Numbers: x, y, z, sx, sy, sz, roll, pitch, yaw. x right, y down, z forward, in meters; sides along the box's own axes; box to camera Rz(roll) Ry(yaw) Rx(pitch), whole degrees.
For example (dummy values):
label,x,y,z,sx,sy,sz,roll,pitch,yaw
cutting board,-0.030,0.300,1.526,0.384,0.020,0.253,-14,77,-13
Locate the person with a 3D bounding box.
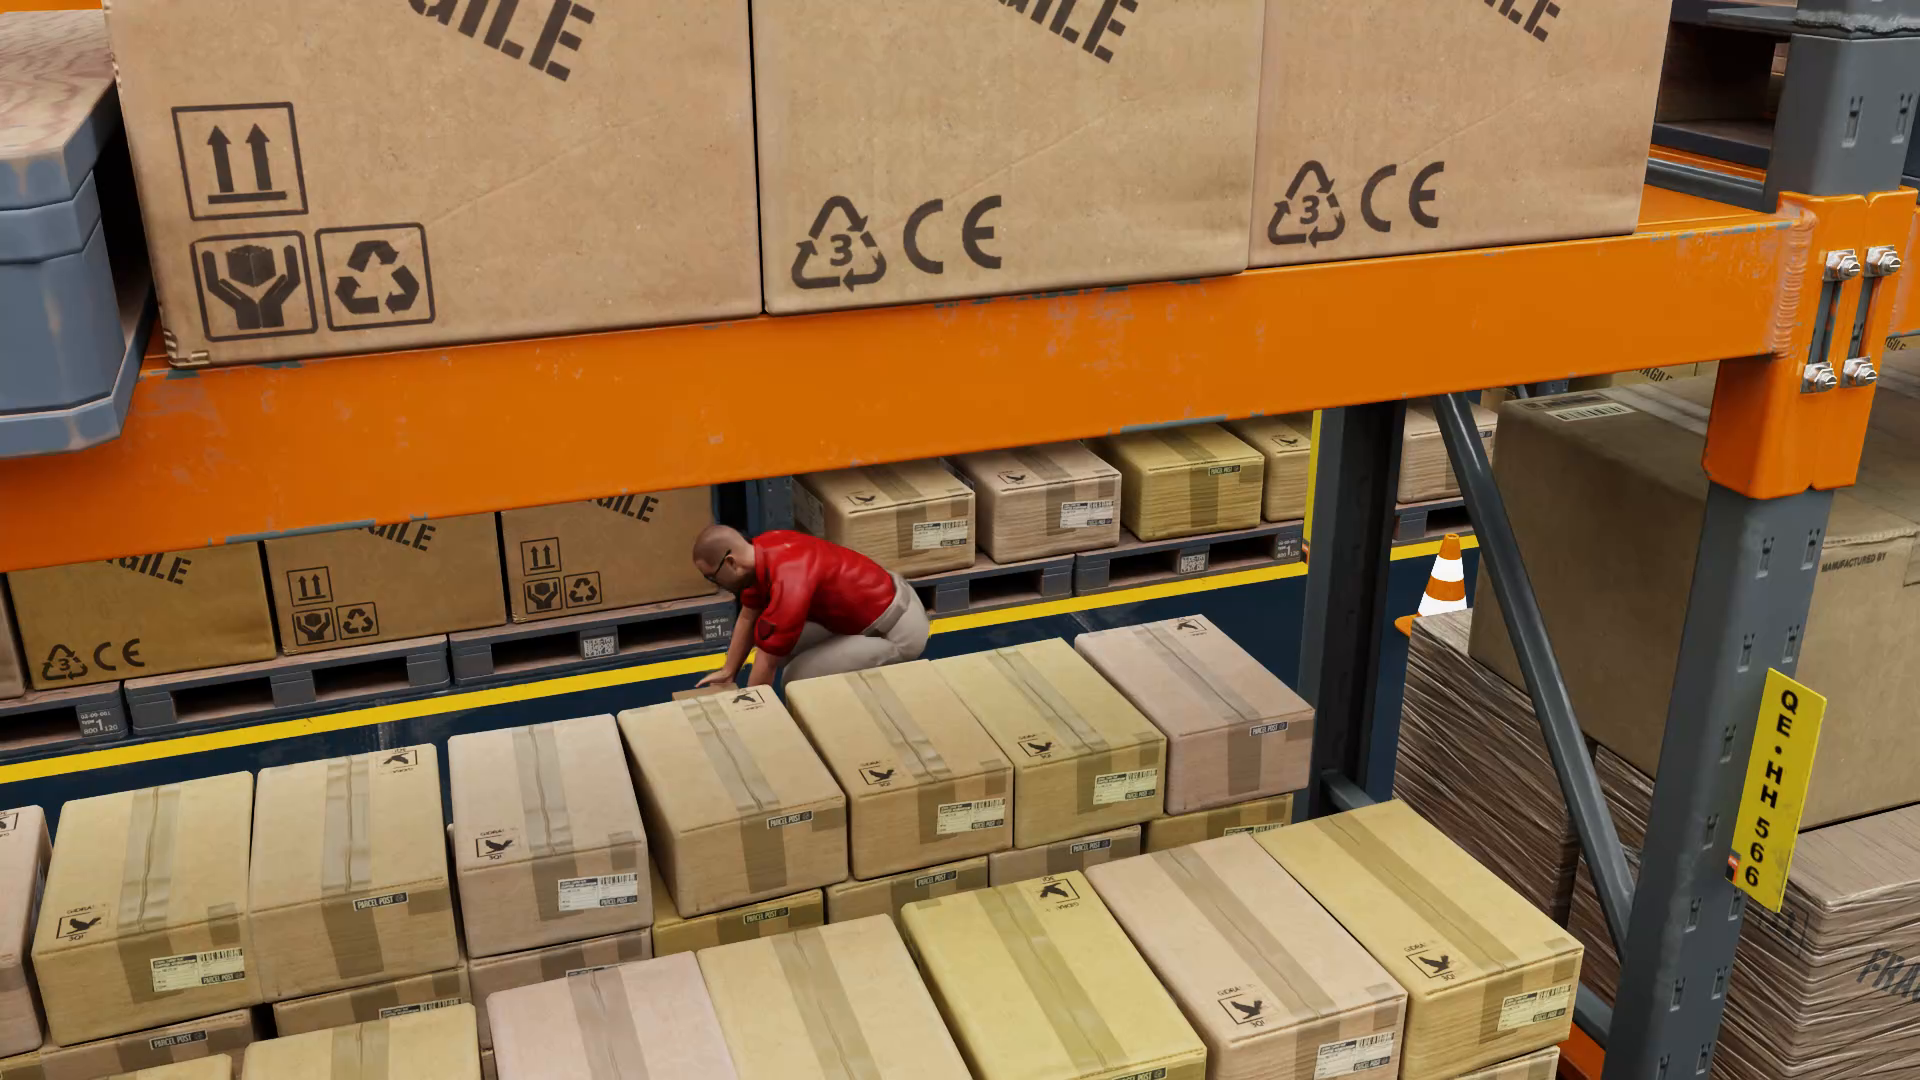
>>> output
label,x,y,z,sx,sy,sz,roll,pitch,yaw
person,-0.575,0.408,6.204,0.902,0.913,0.564,-3,23,-8
